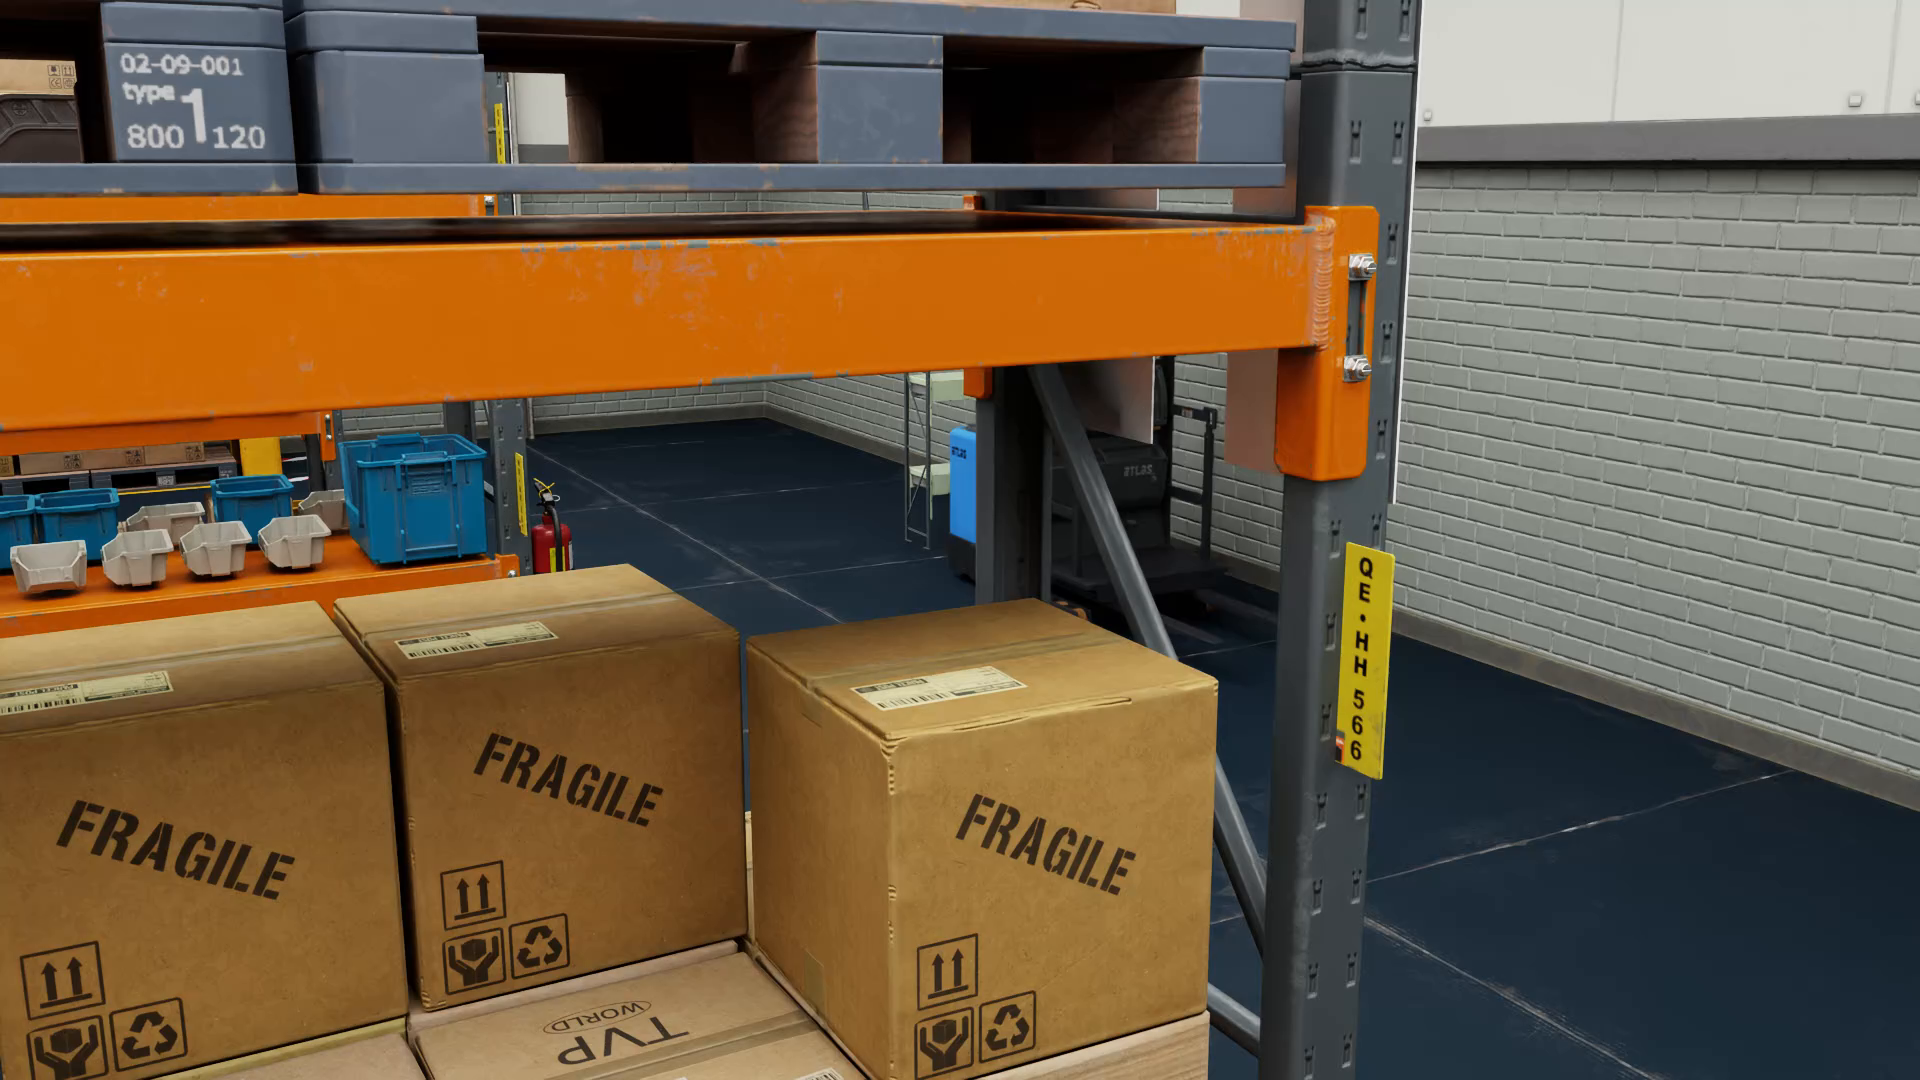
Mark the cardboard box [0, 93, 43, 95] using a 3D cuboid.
[{"bbox_3d":[-5.632,-2.591,10.163,0.500,0.250,0.500,-7,14,-28],"label":"cardboard box"}]

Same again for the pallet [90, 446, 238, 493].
[{"bbox_3d":[-7.465,-0.659,15.559,1.213,0.211,1.003,-7,14,-28],"label":"pallet"}]

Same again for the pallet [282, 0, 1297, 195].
[{"bbox_3d":[-0.327,-0.595,2.293,1.213,0.211,1.003,-7,14,-28],"label":"pallet"}]

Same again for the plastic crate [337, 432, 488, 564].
[{"bbox_3d":[-2.258,-0.185,6.883,0.499,0.435,0.616,-7,14,-28],"label":"plastic crate"}]

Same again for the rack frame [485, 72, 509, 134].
[{"bbox_3d":[-2.054,-3.137,6.551,0.127,3.000,1.000,-7,14,-28],"label":"rack frame"}]

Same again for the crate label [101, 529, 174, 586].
[{"bbox_3d":[-3.177,0.072,6.422,0.243,0.136,0.396,-7,14,-28],"label":"crate label"}]

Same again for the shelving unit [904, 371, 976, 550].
[{"bbox_3d":[-0.006,-0.731,12.941,0.755,1.500,0.431,-7,14,-28],"label":"shelving unit"}]

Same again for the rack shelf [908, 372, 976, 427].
[{"bbox_3d":[-0.006,-1.112,12.856,0.720,0.370,0.431,-7,14,-28],"label":"rack shelf"}]

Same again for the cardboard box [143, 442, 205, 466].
[{"bbox_3d":[-7.367,-1.012,15.509,0.500,0.500,0.700,-7,14,-28],"label":"cardboard box"}]

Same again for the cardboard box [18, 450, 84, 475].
[{"bbox_3d":[-8.247,-0.906,15.039,0.500,0.500,0.700,-7,15,-30],"label":"cardboard box"}]

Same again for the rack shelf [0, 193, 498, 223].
[{"bbox_3d":[-3.809,-1.112,6.025,4.000,0.370,1.077,-7,14,-28],"label":"rack shelf"}]

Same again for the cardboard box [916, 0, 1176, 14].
[{"bbox_3d":[-0.111,-0.956,2.282,0.500,0.500,0.700,-8,15,-31],"label":"cardboard box"}]

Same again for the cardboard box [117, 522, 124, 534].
[{"bbox_3d":[-5.915,0.070,11.228,0.500,0.250,0.500,-7,14,-28],"label":"cardboard box"}]

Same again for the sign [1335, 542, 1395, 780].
[{"bbox_3d":[0.567,0.170,2.344,0.005,0.325,0.100,-7,14,-28],"label":"sign"}]

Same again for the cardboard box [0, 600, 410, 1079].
[{"bbox_3d":[-1.122,0.414,2.396,0.500,0.500,0.500,-7,15,-29],"label":"cardboard box"}]

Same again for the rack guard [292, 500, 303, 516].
[{"bbox_3d":[-4.490,0.063,11.692,0.348,0.500,1.175,-7,14,-28],"label":"rack guard"}]

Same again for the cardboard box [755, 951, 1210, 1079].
[{"bbox_3d":[0.021,0.775,2.499,0.500,0.250,0.500,-7,15,-29],"label":"cardboard box"}]

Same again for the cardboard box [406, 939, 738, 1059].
[{"bbox_3d":[-0.684,0.727,2.711,0.500,0.250,0.500,-7,14,-29],"label":"cardboard box"}]

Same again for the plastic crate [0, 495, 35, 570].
[{"bbox_3d":[-3.847,-0.025,6.632,0.300,0.233,0.416,-7,14,-28],"label":"plastic crate"}]

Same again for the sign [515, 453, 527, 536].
[{"bbox_3d":[-1.776,-0.185,6.729,0.005,0.325,0.100,-7,14,-28],"label":"sign"}]

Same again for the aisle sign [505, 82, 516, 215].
[{"bbox_3d":[-1.850,-1.429,6.707,0.004,0.787,0.394,-7,14,-28],"label":"aisle sign"}]

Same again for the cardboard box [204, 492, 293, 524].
[{"bbox_3d":[-4.783,-0.055,11.214,0.500,0.500,0.500,-7,14,-28],"label":"cardboard box"}]

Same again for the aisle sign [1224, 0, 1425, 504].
[{"bbox_3d":[0.527,-0.473,2.460,0.004,0.787,0.394,-7,14,-28],"label":"aisle sign"}]

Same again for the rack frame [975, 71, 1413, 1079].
[{"bbox_3d":[0.320,0.745,2.969,0.127,3.000,1.000,-7,14,-28],"label":"rack frame"}]

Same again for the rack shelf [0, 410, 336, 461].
[{"bbox_3d":[-6.179,-0.604,10.597,4.000,0.370,1.077,-7,14,-28],"label":"rack shelf"}]

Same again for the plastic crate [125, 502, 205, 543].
[{"bbox_3d":[-3.345,-0.059,7.003,0.298,0.136,0.250,-7,14,-28],"label":"plastic crate"}]

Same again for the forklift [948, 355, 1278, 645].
[{"bbox_3d":[1.045,-0.950,10.655,1.130,2.935,3.031,-7,14,-27],"label":"forklift"}]

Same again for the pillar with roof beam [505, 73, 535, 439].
[{"bbox_3d":[-2.782,-4.667,13.351,0.400,9.000,9.100,-7,14,-28],"label":"pillar with roof beam"}]

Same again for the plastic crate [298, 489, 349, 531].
[{"bbox_3d":[-2.749,-0.130,7.320,0.298,0.136,0.250,-7,14,-28],"label":"plastic crate"}]

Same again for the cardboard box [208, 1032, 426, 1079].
[{"bbox_3d":[-0.871,0.882,2.024,0.500,0.250,0.500,-7,15,-30],"label":"cardboard box"}]

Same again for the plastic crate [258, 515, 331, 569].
[{"bbox_3d":[-2.683,0.010,6.696,0.243,0.136,0.396,-7,14,-28],"label":"plastic crate"}]
